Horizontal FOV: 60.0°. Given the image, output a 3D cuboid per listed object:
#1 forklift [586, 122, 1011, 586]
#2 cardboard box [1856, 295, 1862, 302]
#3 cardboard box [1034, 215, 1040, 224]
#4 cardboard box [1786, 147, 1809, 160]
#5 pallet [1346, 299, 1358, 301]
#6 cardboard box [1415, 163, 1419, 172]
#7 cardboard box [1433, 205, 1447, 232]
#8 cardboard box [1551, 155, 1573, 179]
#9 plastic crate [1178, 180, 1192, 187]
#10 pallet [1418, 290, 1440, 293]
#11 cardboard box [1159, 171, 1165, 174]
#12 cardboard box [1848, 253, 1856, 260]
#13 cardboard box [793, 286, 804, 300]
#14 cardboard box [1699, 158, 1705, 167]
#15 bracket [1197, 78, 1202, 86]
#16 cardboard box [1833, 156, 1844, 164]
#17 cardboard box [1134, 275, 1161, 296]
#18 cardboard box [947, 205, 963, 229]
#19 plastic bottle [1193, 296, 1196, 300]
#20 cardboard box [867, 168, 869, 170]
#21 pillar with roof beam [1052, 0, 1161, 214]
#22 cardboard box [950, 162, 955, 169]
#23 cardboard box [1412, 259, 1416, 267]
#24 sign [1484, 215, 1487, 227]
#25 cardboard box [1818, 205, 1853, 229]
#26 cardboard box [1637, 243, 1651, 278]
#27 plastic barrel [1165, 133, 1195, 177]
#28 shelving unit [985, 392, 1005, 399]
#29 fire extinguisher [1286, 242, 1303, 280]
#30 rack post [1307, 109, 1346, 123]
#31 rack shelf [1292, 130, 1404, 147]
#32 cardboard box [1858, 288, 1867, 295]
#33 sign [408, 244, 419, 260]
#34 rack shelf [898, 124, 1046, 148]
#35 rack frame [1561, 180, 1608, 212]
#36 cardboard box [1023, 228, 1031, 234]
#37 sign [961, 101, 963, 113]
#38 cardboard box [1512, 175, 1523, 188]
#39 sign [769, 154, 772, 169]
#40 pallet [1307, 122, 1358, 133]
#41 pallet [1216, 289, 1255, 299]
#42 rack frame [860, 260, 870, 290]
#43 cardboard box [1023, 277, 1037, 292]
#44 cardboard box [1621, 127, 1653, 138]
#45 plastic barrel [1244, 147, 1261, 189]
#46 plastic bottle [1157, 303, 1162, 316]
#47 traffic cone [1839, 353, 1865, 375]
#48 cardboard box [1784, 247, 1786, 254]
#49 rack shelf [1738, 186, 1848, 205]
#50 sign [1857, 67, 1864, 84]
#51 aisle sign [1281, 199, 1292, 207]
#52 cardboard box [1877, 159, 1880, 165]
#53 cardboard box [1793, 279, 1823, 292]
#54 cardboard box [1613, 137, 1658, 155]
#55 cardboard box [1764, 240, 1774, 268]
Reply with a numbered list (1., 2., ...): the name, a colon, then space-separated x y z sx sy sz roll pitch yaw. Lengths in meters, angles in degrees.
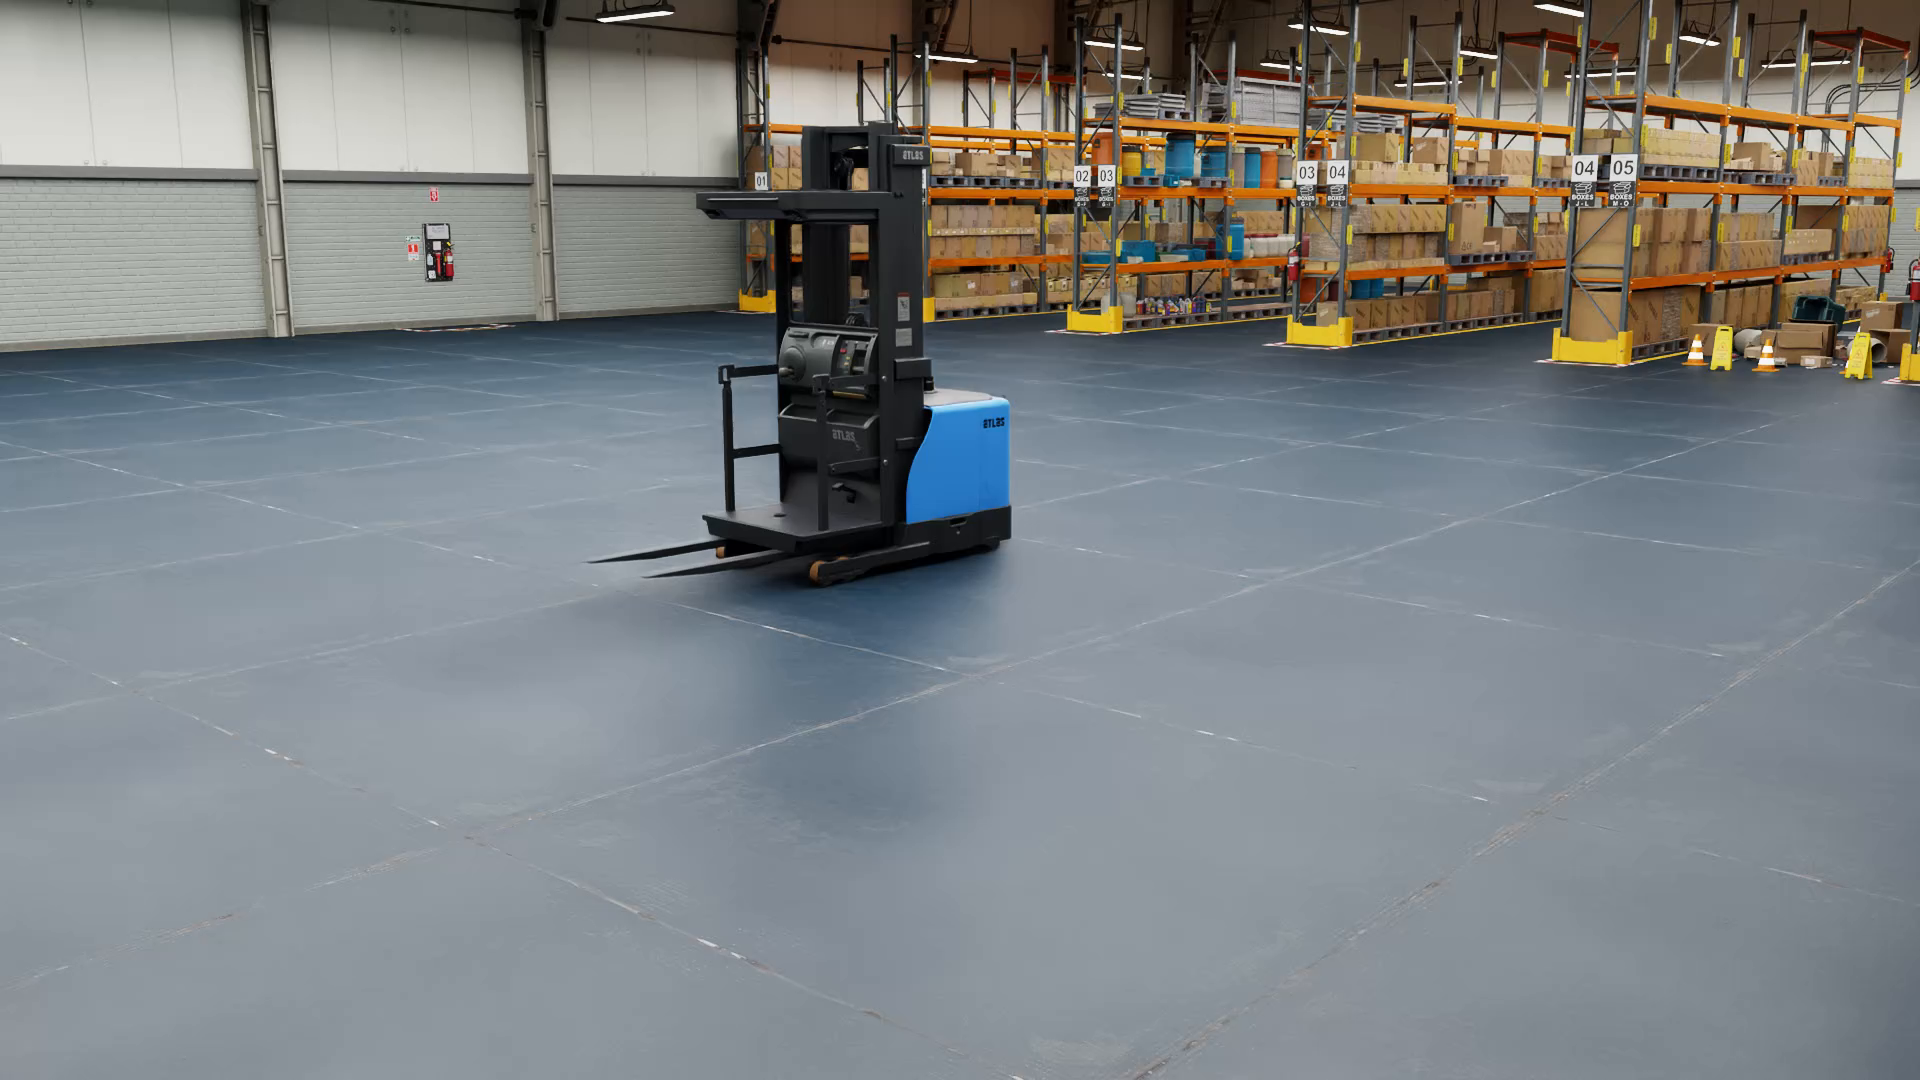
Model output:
1. forklift: -1.036 -1.251 10.992 3.031 2.935 1.130 -11 16 -44
2. cardboard box: 19.608 -5.315 36.611 0.380 0.149 0.250 11 16 43
3. cardboard box: 2.003 -8.901 46.138 0.500 0.250 0.500 9 15 39
4. cardboard box: 16.271 -7.526 32.368 0.396 0.266 0.258 10 15 40
5. pallet: 9.233 -5.718 40.300 1.003 0.211 1.213 10 15 40
6. cardboard box: 8.287 -6.916 30.887 0.380 0.149 0.250 11 15 42
7. cardboard box: 8.928 -6.140 31.726 0.500 0.500 0.500 10 15 40
8. cardboard box: 12.991 -8.176 36.492 0.797 0.503 0.637 10 15 40
9. plastic crate: 4.542 -7.250 33.866 0.243 0.136 0.396 10 15 40
10. pallet: 12.646 -6.479 44.108 1.003 0.211 1.213 10 15 40
11. cardboard box: 4.819 -9.090 42.149 0.910 0.500 0.500 10 15 40
12. cardboard box: 19.042 -6.115 35.810 0.380 0.149 0.250 10 15 41
13. cardboard box: -3.884 -5.960 40.136 0.500 0.311 0.500 -11 15 -43
14. cardboard box: 12.173 -6.295 27.726 0.380 0.149 0.250 10 15 41
15. bracket: 7.451 -14.474 52.515 0.235 0.232 0.430 10 15 40
16. cardboard box: 18.332 -7.927 34.670 0.380 0.149 0.250 9 15 39
17. cardboard box: 4.735 -6.446 42.086 0.500 0.500 0.500 11 15 43
18. cardboard box: -0.365 -7.087 36.470 0.700 0.500 0.500 9 15 39
19. plastic bottle: 4.981 -5.000 35.227 0.144 0.351 0.185 10 15 40
20. cardboard box: -2.271 -9.389 41.043 0.500 0.500 0.500 8 14 36
21. pillar with roof beam: 6.183 -11.255 45.586 9.100 9.000 0.548 10 15 40
22. cardboard box: -0.132 -8.236 36.930 0.500 0.311 0.500 -10 15 -41
23. cardboard box: 8.370 -5.228 31.370 0.380 0.149 0.250 10 15 40
24. sign: 11.240 -6.784 35.562 0.100 0.325 0.005 10 15 40
25. cardboard box: 18.439 -6.797 35.018 0.500 0.500 0.500 10 15 42
26. cardboard box: 10.595 -4.529 26.848 0.875 0.550 0.550 10 15 40
27. plastic barrel: 4.561 -7.987 34.530 0.600 0.901 0.708 10 15 40
28. shelving unit: 0.171 -0.548 12.273 0.252 1.050 0.215 -11 16 -44
29. fire extinguisher: 5.956 -4.973 29.647 0.296 0.674 0.183 10 15 40
30. rack post: 8.386 -9.802 38.505 0.954 0.300 0.937 10 15 40
31. rack shelf: 9.259 -9.473 39.520 1.077 0.370 4.000 10 15 40
32. cardboard box: 19.801 -5.494 36.748 0.380 0.149 0.250 11 15 42
33. sign: -11.035 -5.812 33.561 0.001 0.329 0.234 10 15 40
34. rack shelf: 0.259 -8.936 36.836 1.077 0.370 4.000 10 15 40
35. rack frame: 14.299 -6.733 38.265 1.000 3.000 0.127 10 15 40
36. cardboard box: 1.396 -7.101 38.194 0.380 0.149 0.250 9 15 39
37. sign: 0.077 -11.615 44.600 0.100 0.325 0.005 10 15 40
38. cardboard box: 11.212 -7.366 34.156 0.500 0.250 0.500 10 15 40
39. sign: -4.377 -8.719 38.314 0.100 0.325 0.005 10 15 40
40. pallet: 8.438 -9.541 38.506 1.213 0.211 1.003 10 15 40
41. pallet: 7.315 -6.748 45.459 1.003 0.211 1.213 10 15 40
42. rack frame: -2.144 -7.478 41.991 1.000 3.000 0.127 10 15 40
43. cardboard box: 1.632 -6.067 39.445 0.500 0.311 0.500 10 15 40
44. cardboard box: 10.496 -6.313 25.782 0.380 0.149 0.250 10 15 41
45. plastic barrel: 6.334 -8.209 36.714 0.600 0.901 0.708 10 15 40
46. plastic bottle: 4.088 -4.713 33.990 0.097 0.271 0.097 0 11 0
47. traffic cone: 13.137 -2.673 24.411 0.336 0.463 0.334 10 15 40
48. cardboard box: 15.765 -5.611 32.216 0.380 0.149 0.250 10 15 40
49. rack shelf: 16.638 -6.901 33.283 1.077 0.370 4.000 10 15 40
50. sign: 18.379 -9.484 33.930 0.100 0.325 0.005 10 15 40
51. aisle sign: 9.325 -9.926 47.613 0.394 0.787 0.004 10 15 40
52. cardboard box: 19.889 -8.273 36.404 0.380 0.149 0.250 9 15 39
53. cardboard box: 17.307 -5.209 34.028 0.500 0.250 0.500 11 16 43
54. cardboard box: 10.548 -6.148 25.971 0.500 0.250 0.500 10 15 40
55. cardboard box: 14.892 -5.364 31.152 0.500 0.500 0.500 10 15 40
